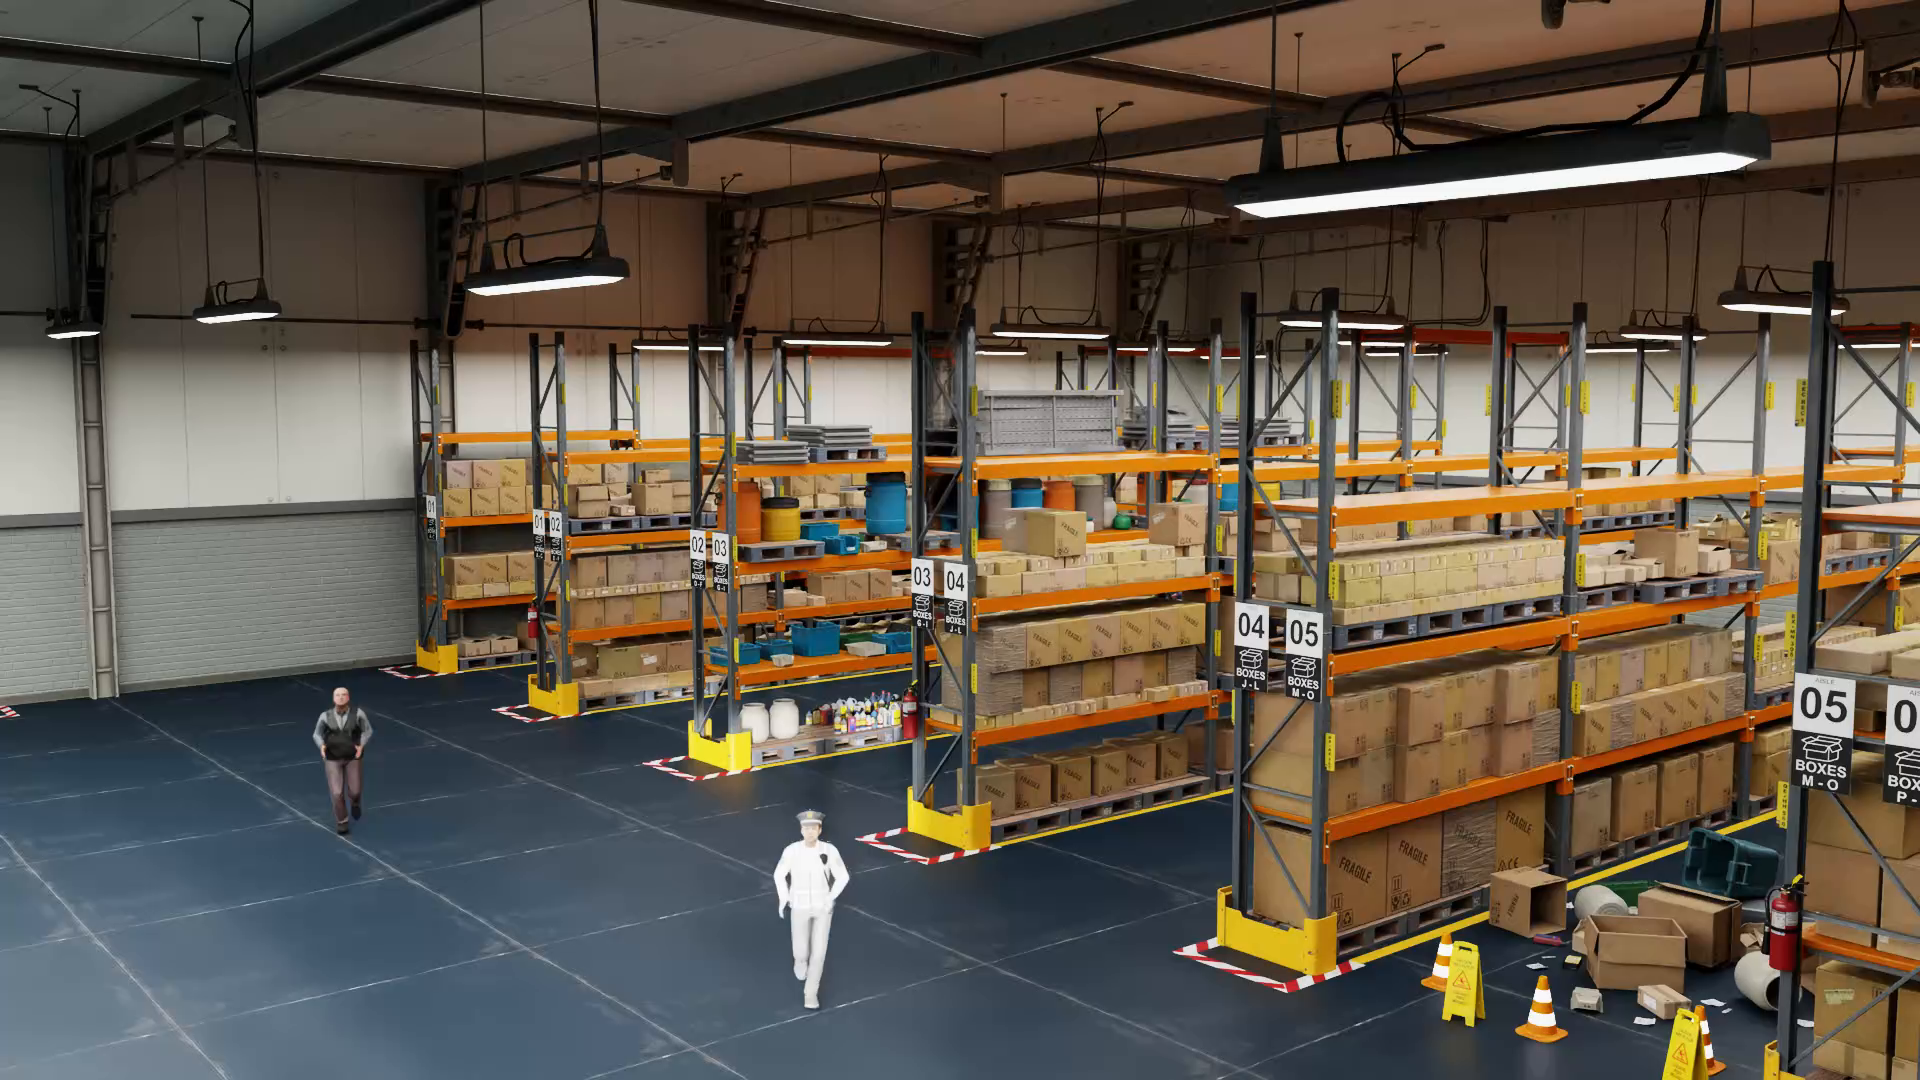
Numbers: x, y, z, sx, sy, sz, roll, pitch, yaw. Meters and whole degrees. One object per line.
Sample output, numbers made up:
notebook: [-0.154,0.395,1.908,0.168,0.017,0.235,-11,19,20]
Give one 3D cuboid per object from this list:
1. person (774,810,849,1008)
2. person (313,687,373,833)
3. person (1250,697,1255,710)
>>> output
person: [-1.241,3.064,13.927,0.631,1.646,0.543,0,5,-4]
person: [-7.164,2.545,19.308,0.657,1.672,0.571,-2,6,-17]
person: [4.472,1.777,25.859,0.681,1.734,0.633,-5,7,-43]
